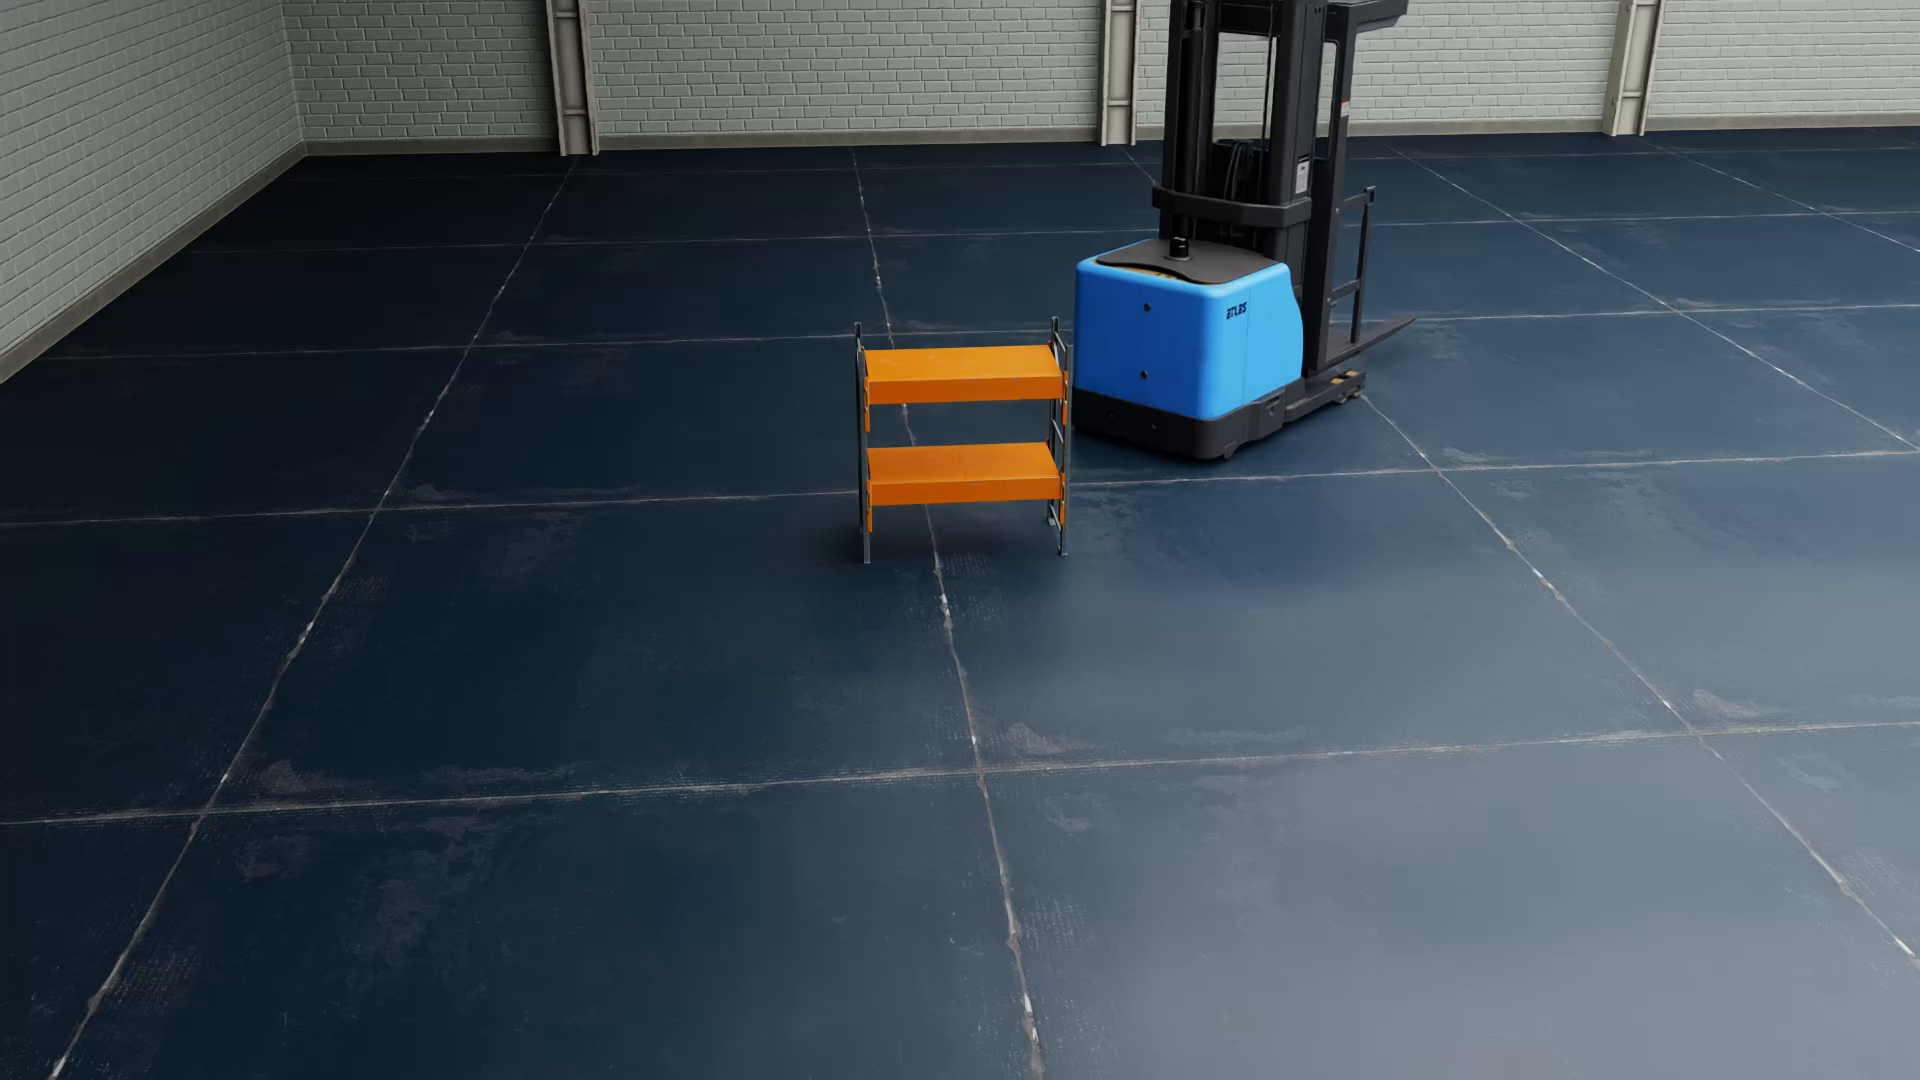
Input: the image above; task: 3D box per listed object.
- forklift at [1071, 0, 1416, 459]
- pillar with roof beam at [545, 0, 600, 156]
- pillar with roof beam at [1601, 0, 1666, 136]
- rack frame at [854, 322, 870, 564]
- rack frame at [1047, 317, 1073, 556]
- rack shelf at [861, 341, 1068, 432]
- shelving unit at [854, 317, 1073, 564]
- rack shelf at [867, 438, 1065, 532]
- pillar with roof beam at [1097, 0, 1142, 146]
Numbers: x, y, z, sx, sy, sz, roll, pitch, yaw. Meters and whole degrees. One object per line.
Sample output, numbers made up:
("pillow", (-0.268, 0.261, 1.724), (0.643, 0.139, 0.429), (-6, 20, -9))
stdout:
("forklift", (1.998, -2.331, 10.386), (1.130, 2.935, 3.031), (19, 30, 36))
("pillar with roof beam", (-3.775, -6.652, 12.637), (0.400, 9.000, 9.100), (-2, 24, -5))
("pillar with roof beam", (8.167, -7.131, 13.715), (0.400, 9.000, 9.100), (-2, 24, -5))
("rack frame", (-0.499, -0.494, 8.476), (0.032, 1.125, 0.500), (-2, 24, -5))
("rack frame", (0.513, -0.535, 8.568), (0.032, 1.125, 0.500), (-2, 24, -5))
("rack shelf", (0.007, -0.782, 8.403), (1.000, 0.278, 0.538), (-2, 24, -5))
("shelving unit", (0.007, -0.514, 8.522), (1.048, 1.125, 0.538), (-2, 24, -5))
("rack shelf", (0.007, -0.291, 8.621), (1.000, 0.278, 0.538), (-2, 24, -5))
("pillar with roof beam", (2.196, -6.892, 13.176), (0.400, 9.000, 9.100), (-2, 24, -5))
